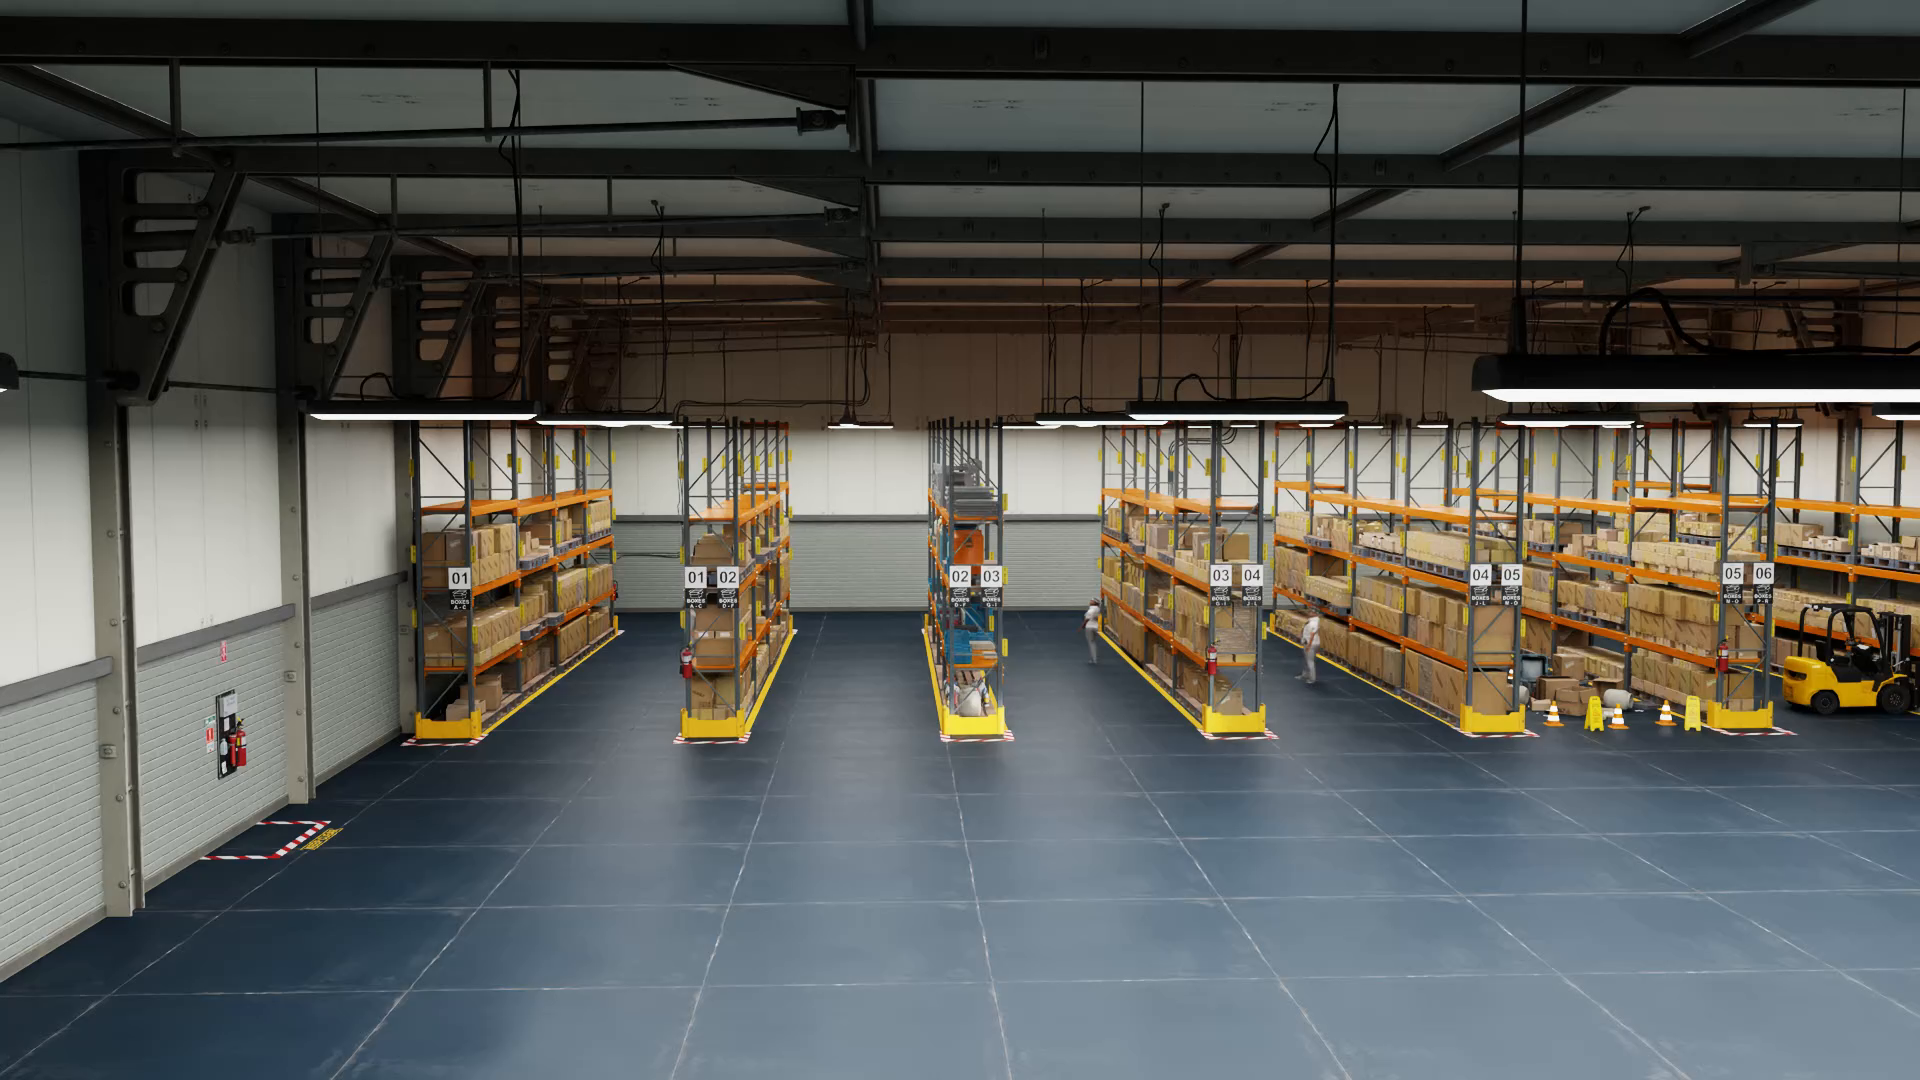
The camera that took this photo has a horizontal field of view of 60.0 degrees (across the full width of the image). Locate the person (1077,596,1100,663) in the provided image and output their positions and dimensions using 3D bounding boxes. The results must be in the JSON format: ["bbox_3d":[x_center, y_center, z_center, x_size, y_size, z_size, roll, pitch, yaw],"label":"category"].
[{"bbox_3d":[3.182,2.228,40.931,0.558,1.749,0.549,-3,5,-39],"label":"person"}]

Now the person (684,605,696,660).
[{"bbox_3d":[-6.493,2.273,40.698,0.522,1.716,0.463,2,4,32],"label":"person"}]

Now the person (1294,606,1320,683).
[{"bbox_3d":[7.914,2.371,38.008,0.644,1.771,0.545,2,4,31],"label":"person"}]
